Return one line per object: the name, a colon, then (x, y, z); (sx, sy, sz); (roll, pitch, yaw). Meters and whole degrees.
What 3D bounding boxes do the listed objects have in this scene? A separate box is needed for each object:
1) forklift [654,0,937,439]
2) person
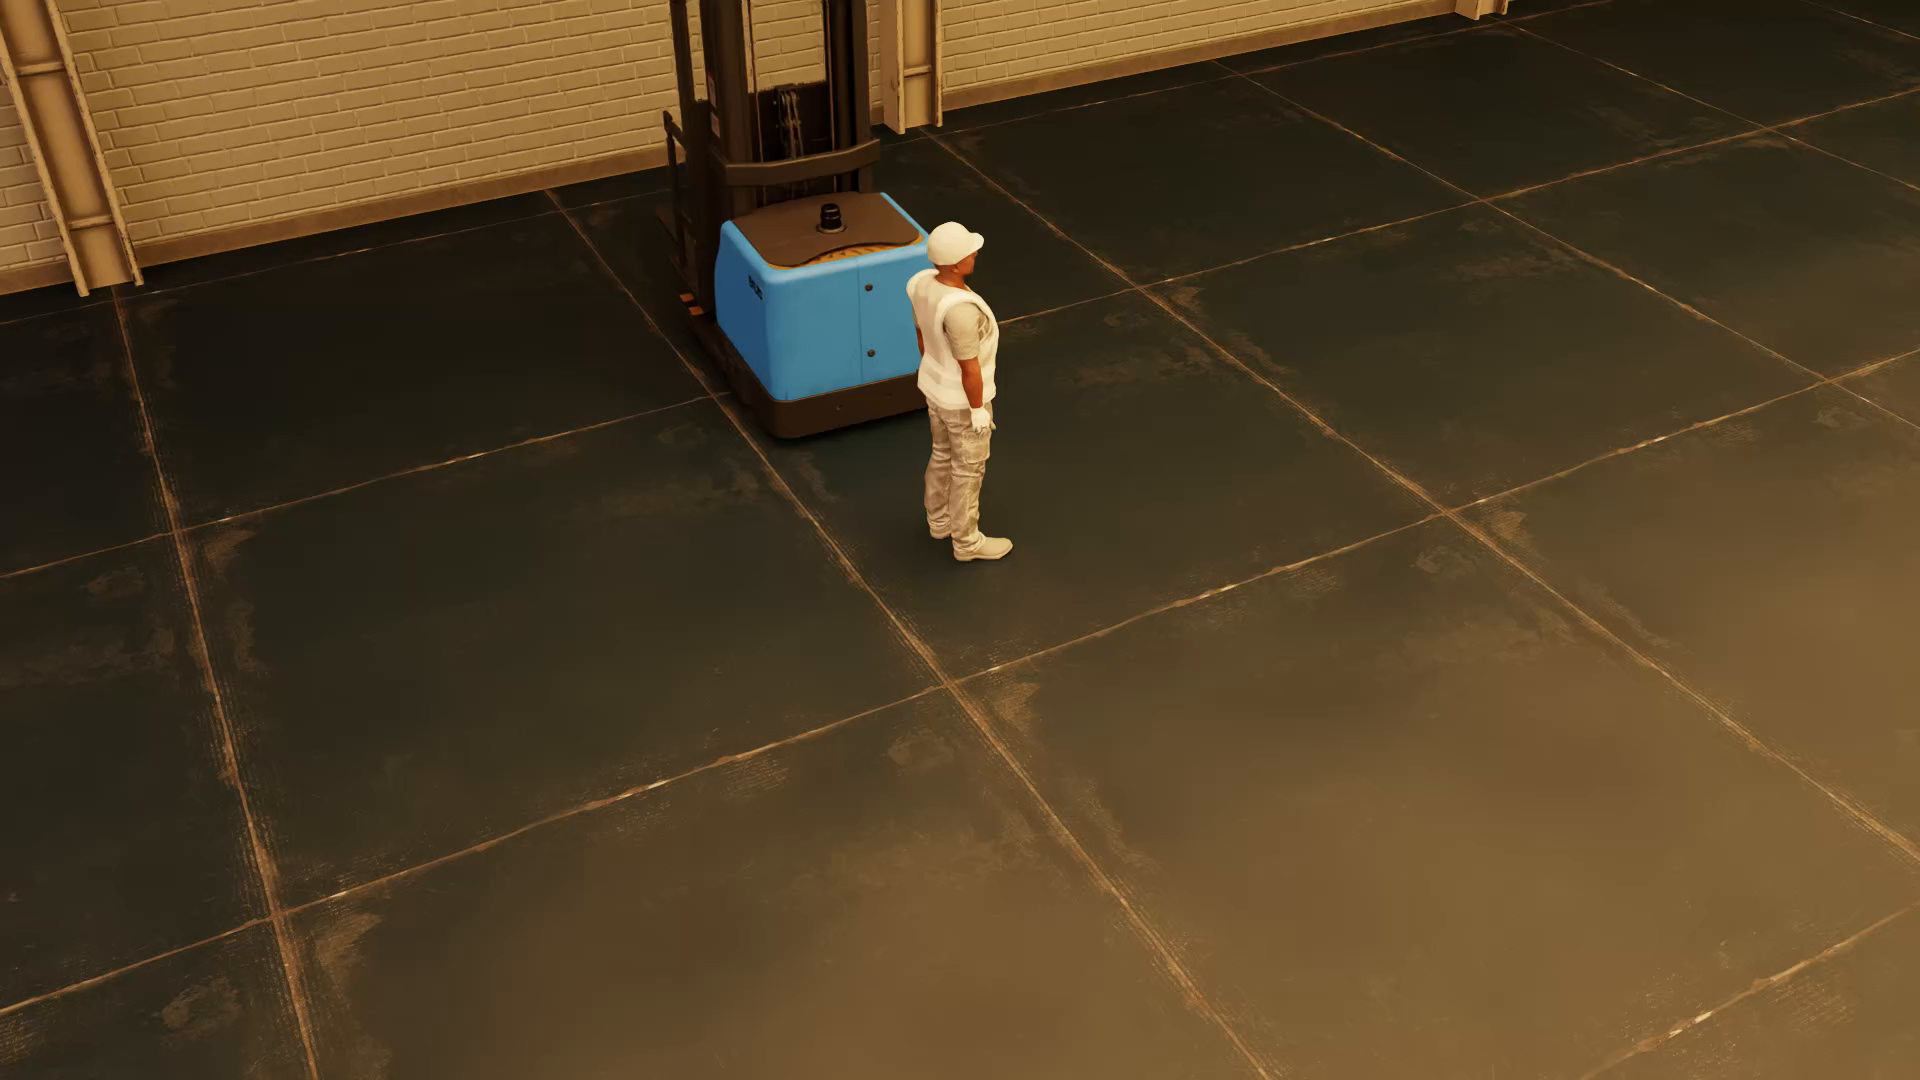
forklift: (-1.179, -2.606, 9.809); (1.130, 2.935, 3.031); (-15, 38, -20)
person: (0.001, -0.730, 8.150); (0.387, 1.789, 0.543); (-17, 39, -23)
